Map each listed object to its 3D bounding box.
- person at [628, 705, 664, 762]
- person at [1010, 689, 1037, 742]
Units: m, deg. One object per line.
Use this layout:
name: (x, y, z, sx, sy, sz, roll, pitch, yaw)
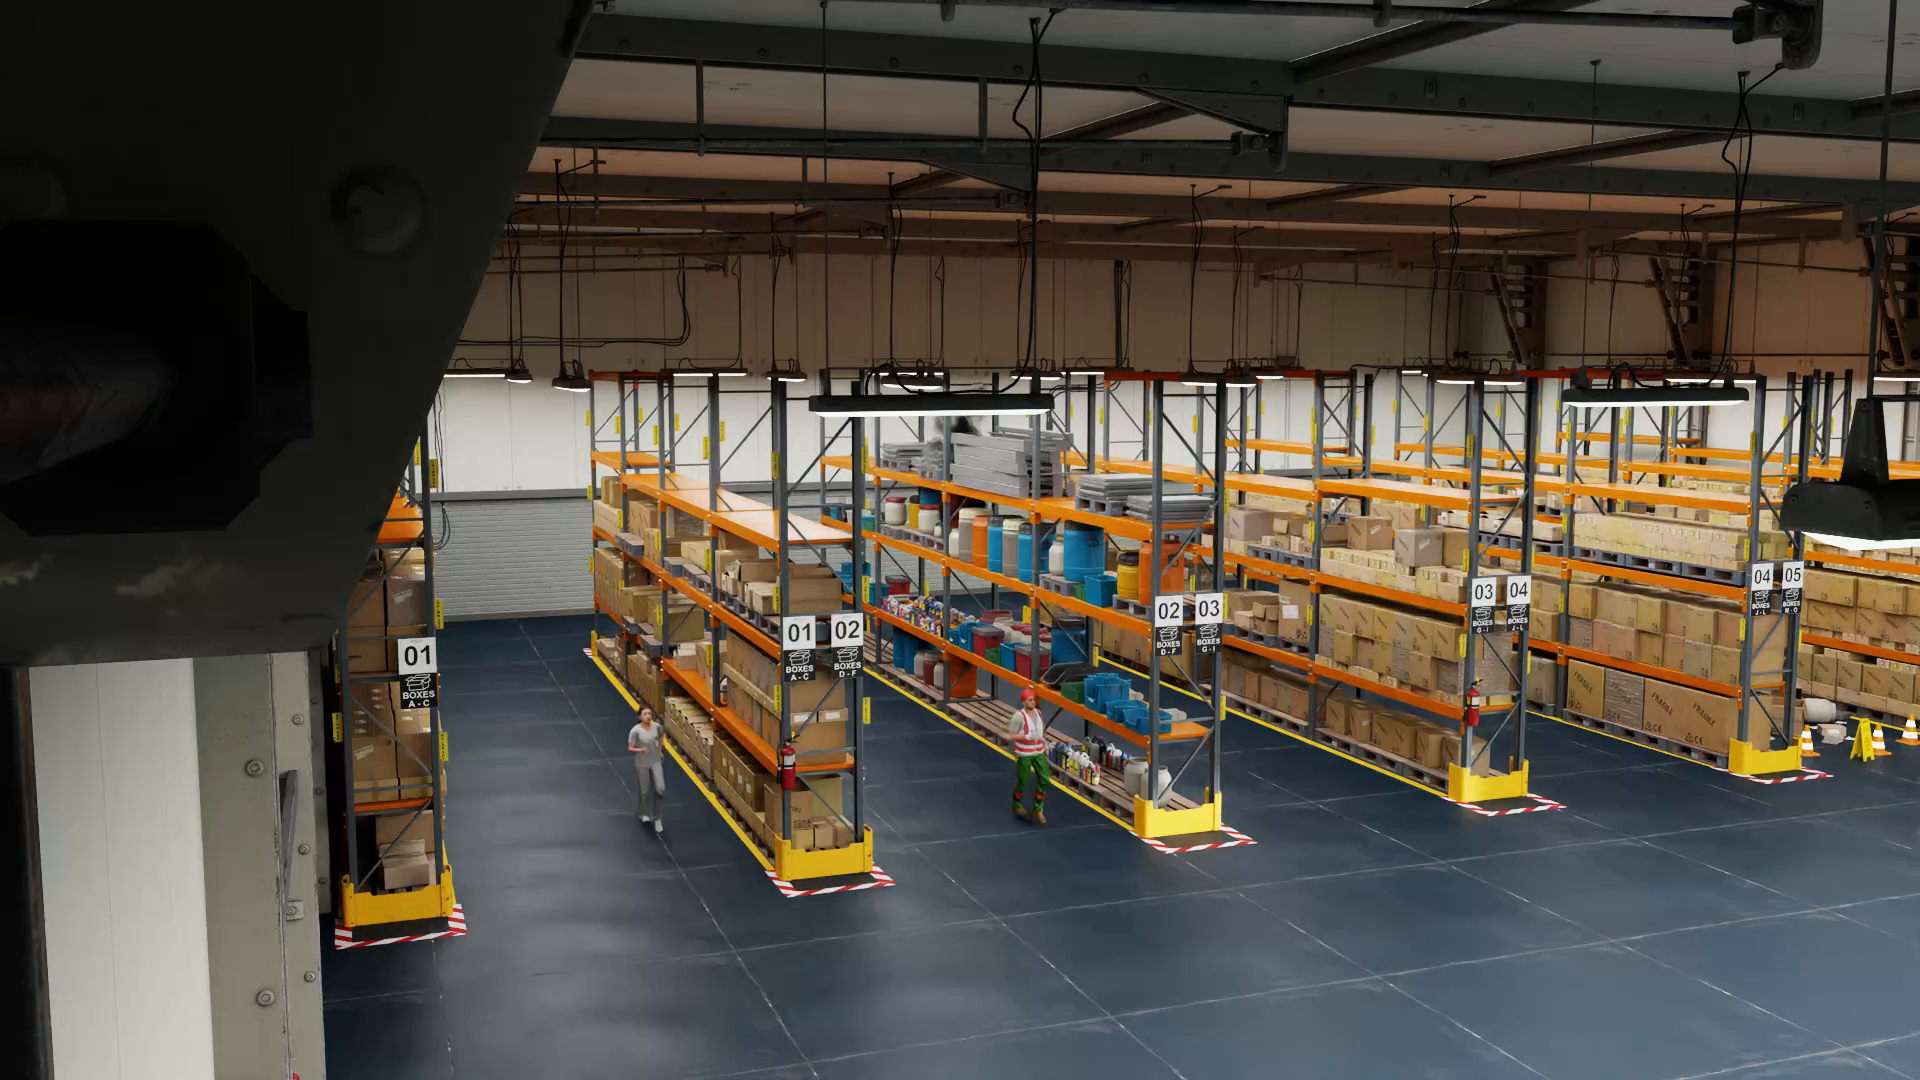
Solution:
person: (-4.135, 2.593, 22.078, 0.542, 0.799, 0.591, -3, 7, -24)
person: (0.935, 2.381, 22.503, 0.631, 0.735, 0.507, -3, 7, -29)
